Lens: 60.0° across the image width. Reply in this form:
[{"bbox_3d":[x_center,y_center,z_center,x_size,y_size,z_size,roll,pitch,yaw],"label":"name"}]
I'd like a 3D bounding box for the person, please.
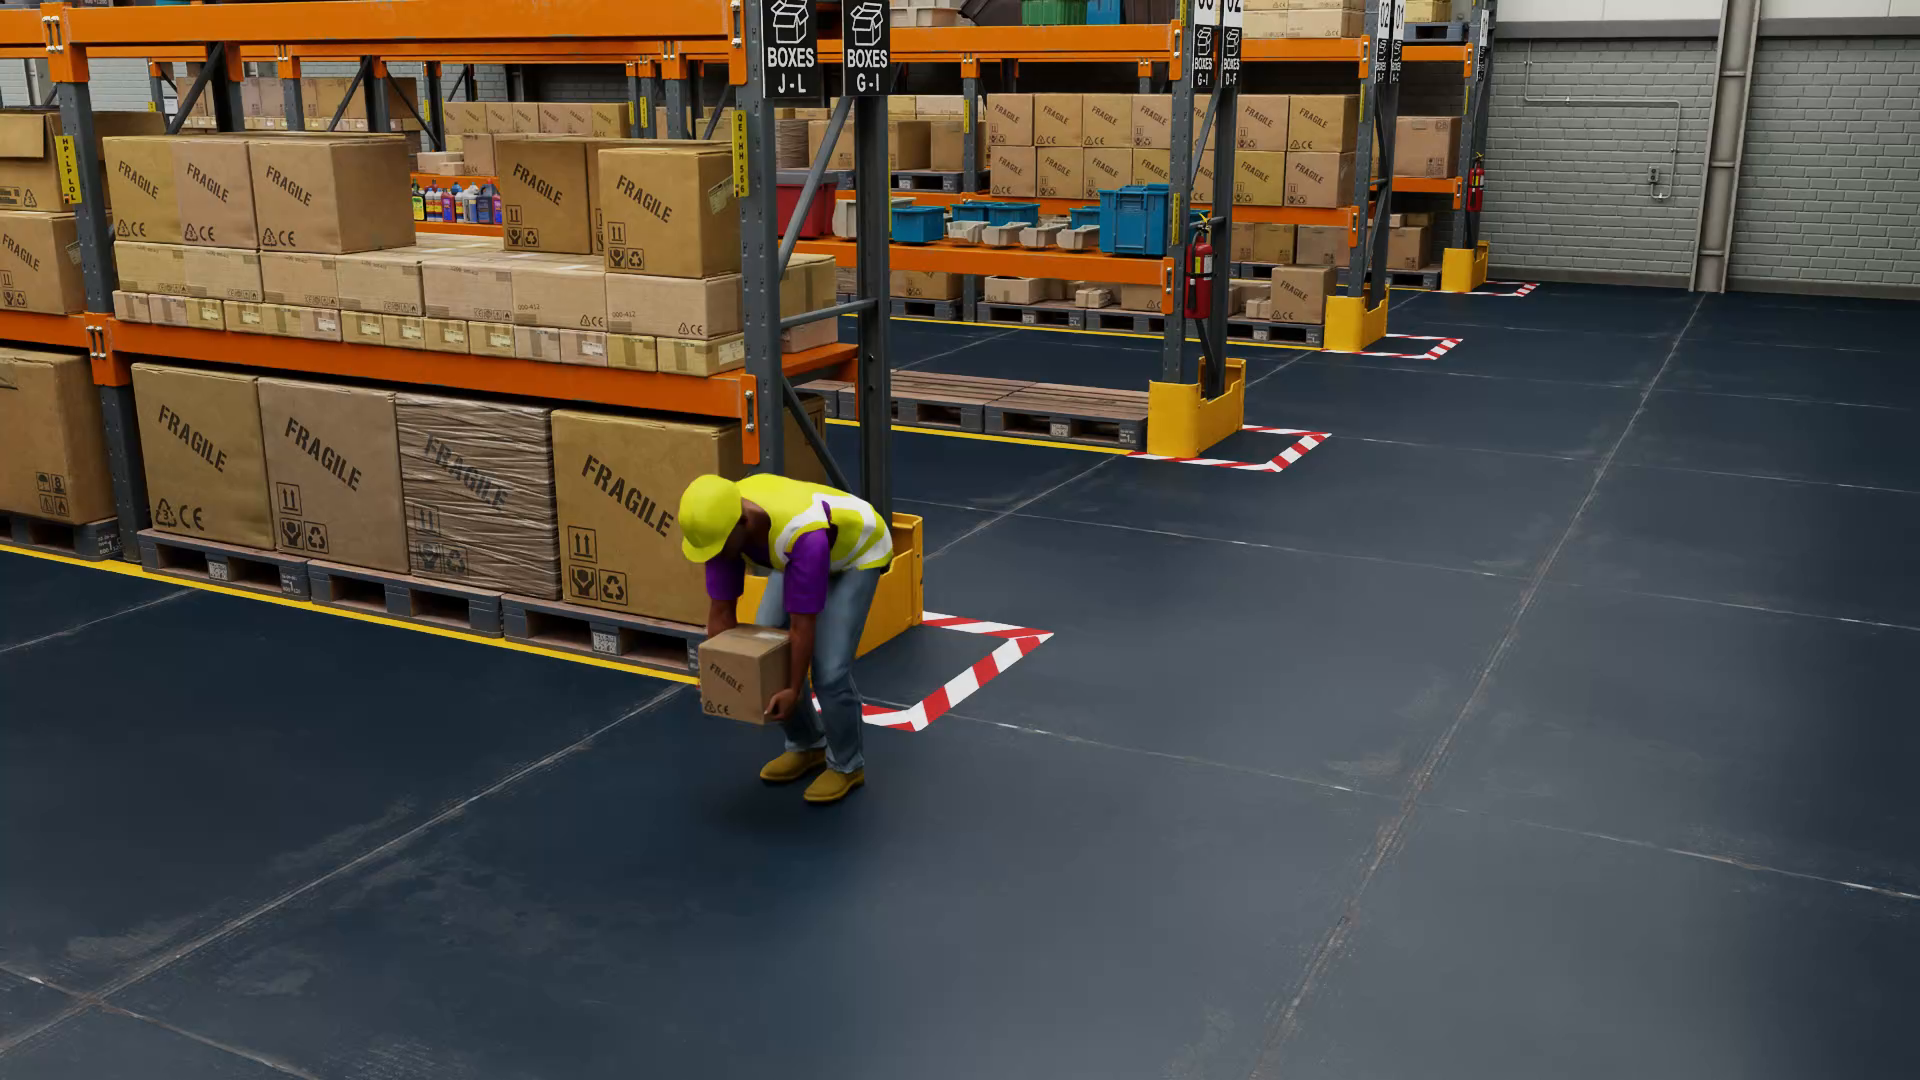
[{"bbox_3d":[-0.609,0.320,5.776,0.501,1.259,0.938,11,19,34],"label":"person"}]
